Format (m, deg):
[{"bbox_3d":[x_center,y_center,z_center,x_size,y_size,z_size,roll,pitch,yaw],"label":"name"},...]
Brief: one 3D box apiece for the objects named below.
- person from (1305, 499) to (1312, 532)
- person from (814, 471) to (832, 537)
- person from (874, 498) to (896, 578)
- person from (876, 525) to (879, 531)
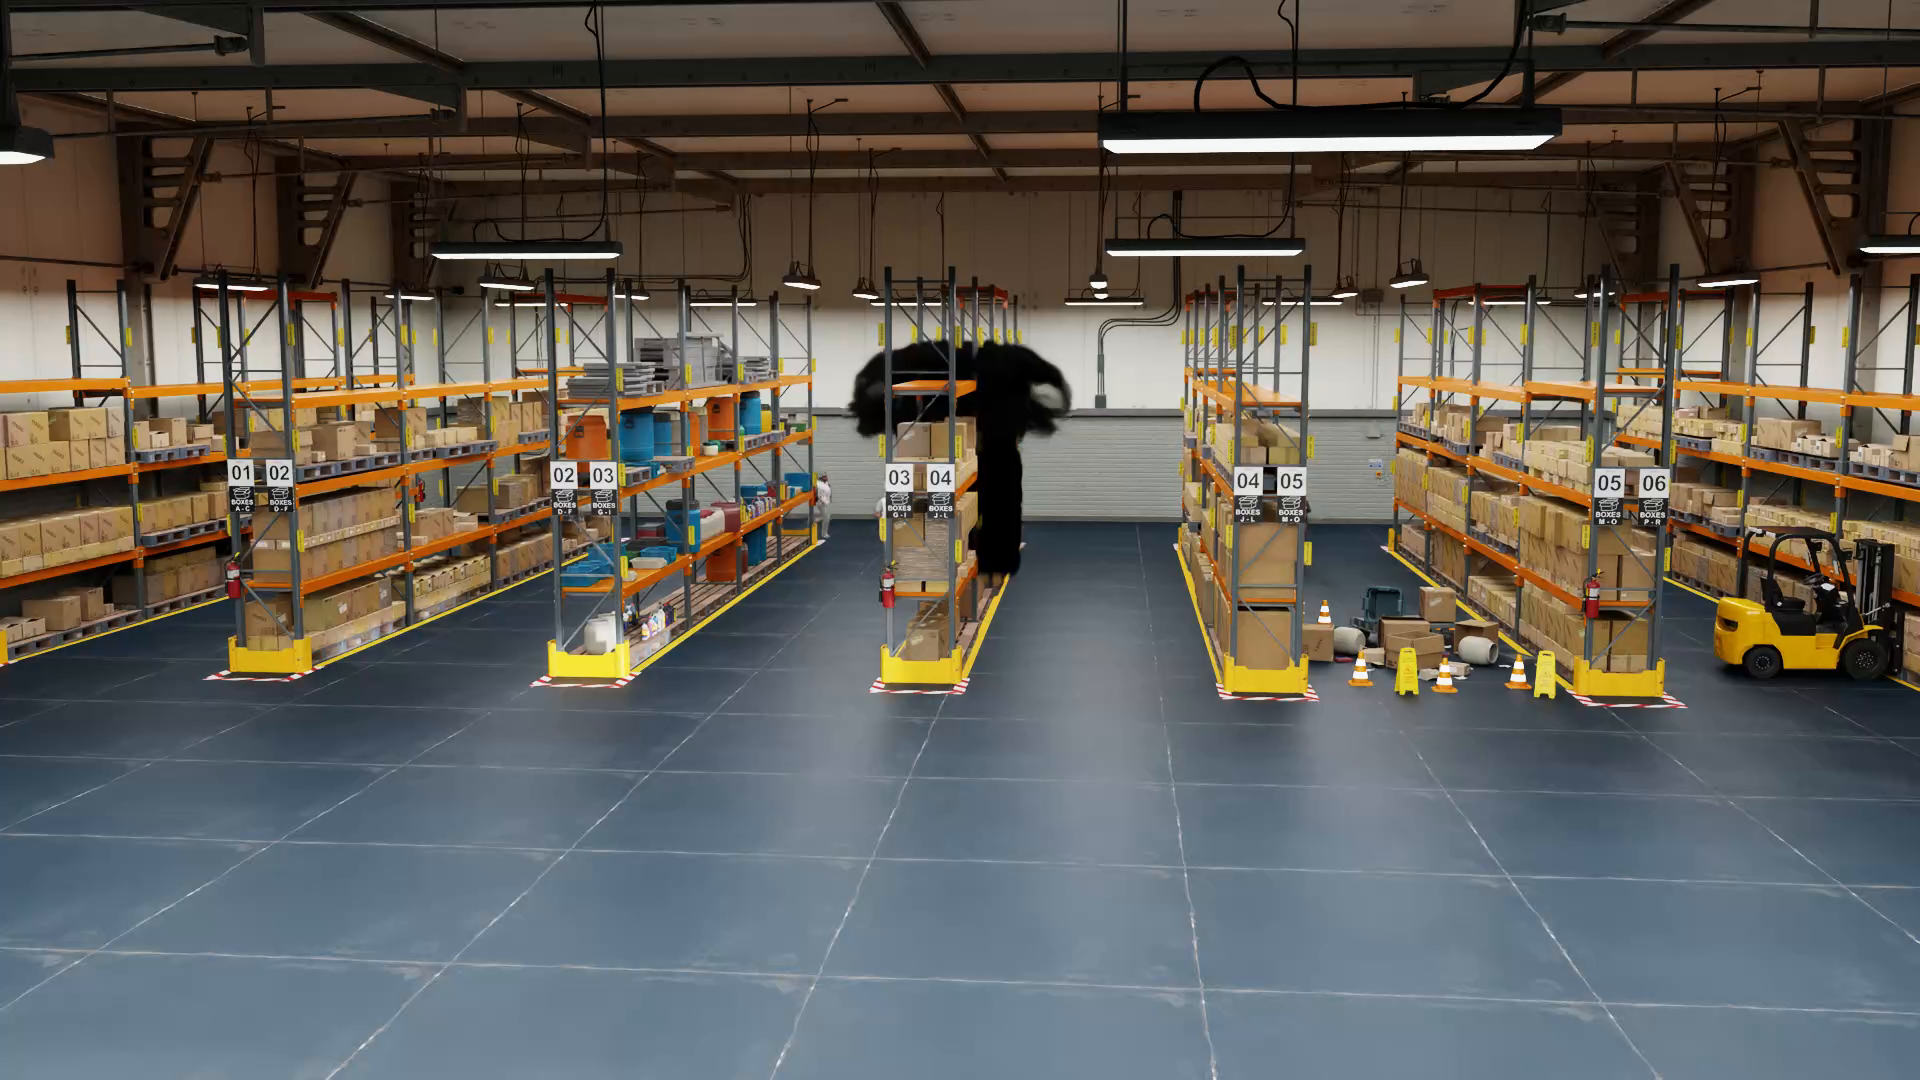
[{"bbox_3d":[7.448,-0.288,36.615,0.631,1.776,0.820,-1,7,-6],"label":"person"},{"bbox_3d":[-3.543,-0.907,41.973,0.662,1.694,0.583,3,8,24],"label":"person"},{"bbox_3d":[-1.376,-0.210,33.550,0.703,1.839,0.824,0,7,-2],"label":"person"},{"bbox_3d":[-1.600,-0.860,41.680,0.959,1.621,0.643,2,7,15],"label":"person"}]
